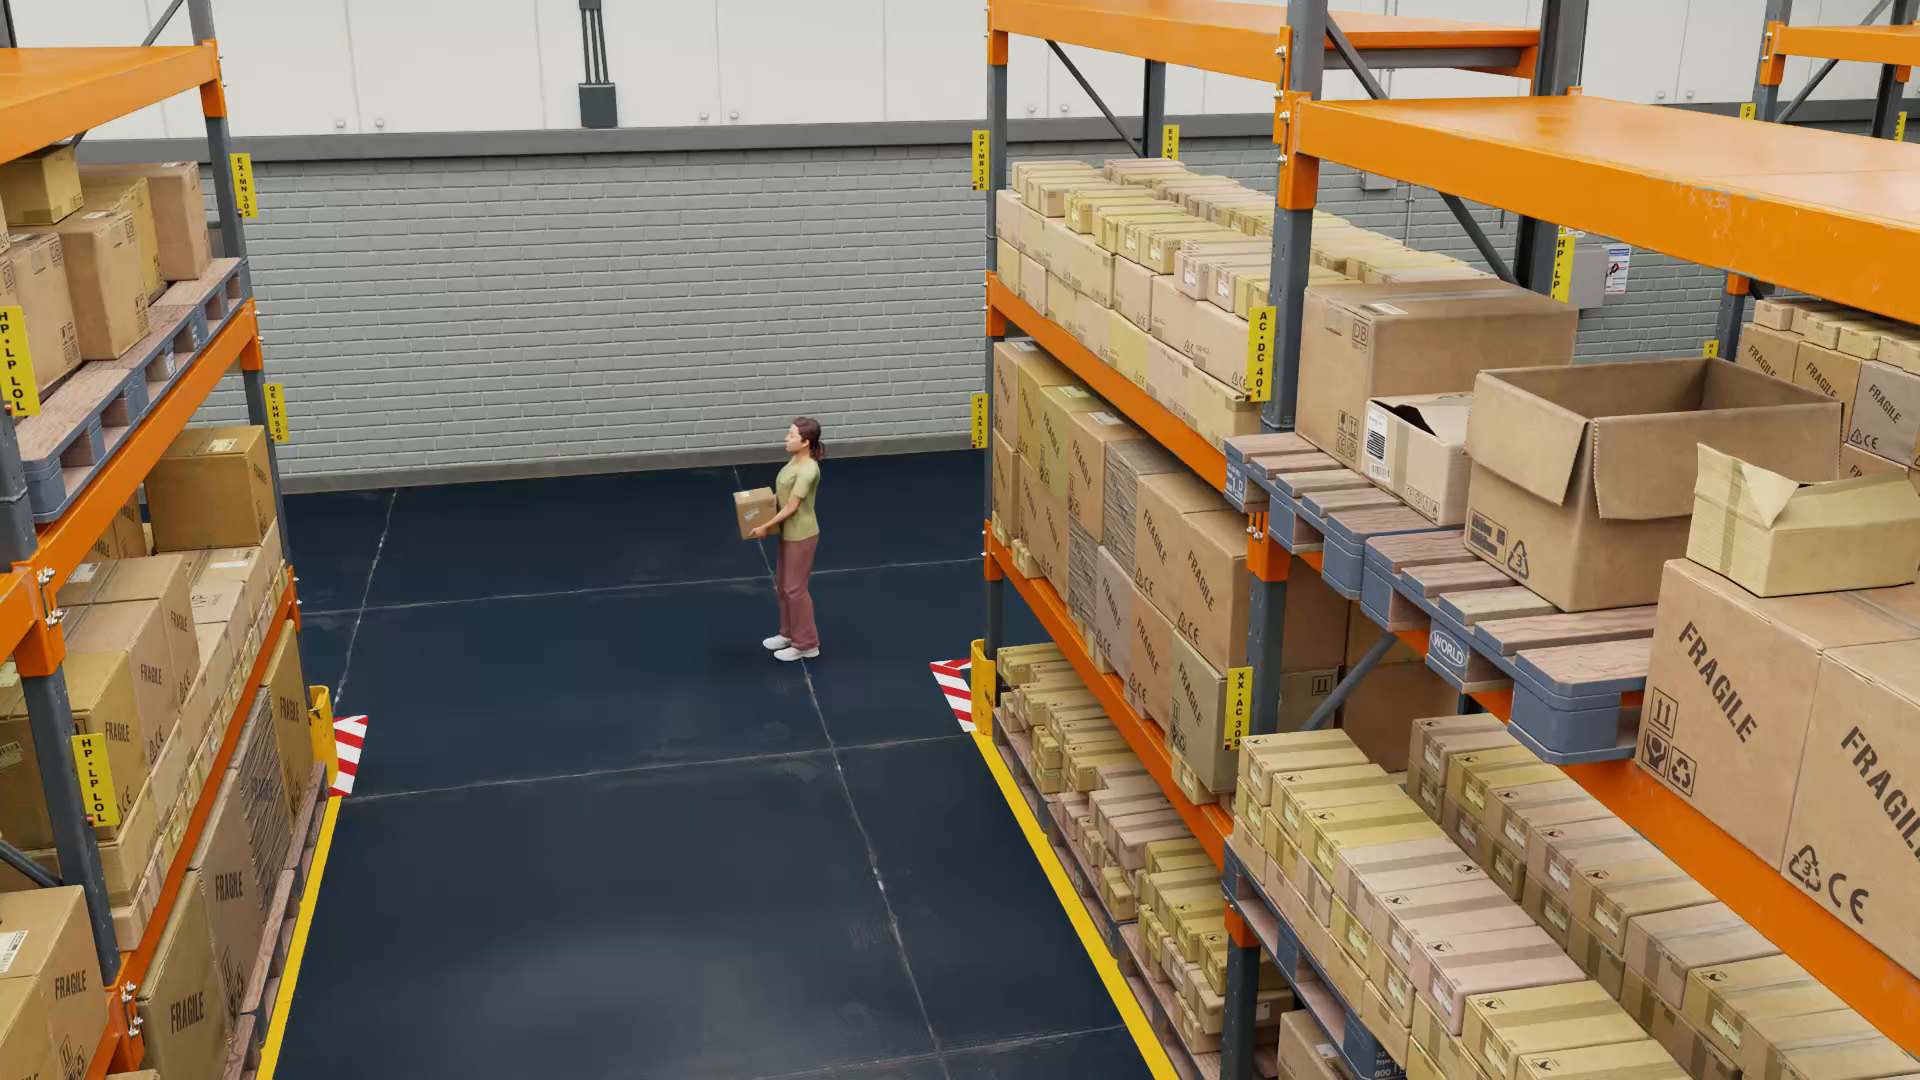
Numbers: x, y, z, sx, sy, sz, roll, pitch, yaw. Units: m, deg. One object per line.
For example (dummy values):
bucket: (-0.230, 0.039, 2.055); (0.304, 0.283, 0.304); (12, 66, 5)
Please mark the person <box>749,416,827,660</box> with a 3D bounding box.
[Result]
person: (-1.150, -0.014, 11.127); (0.552, 1.662, 0.428); (-4, 20, -12)
